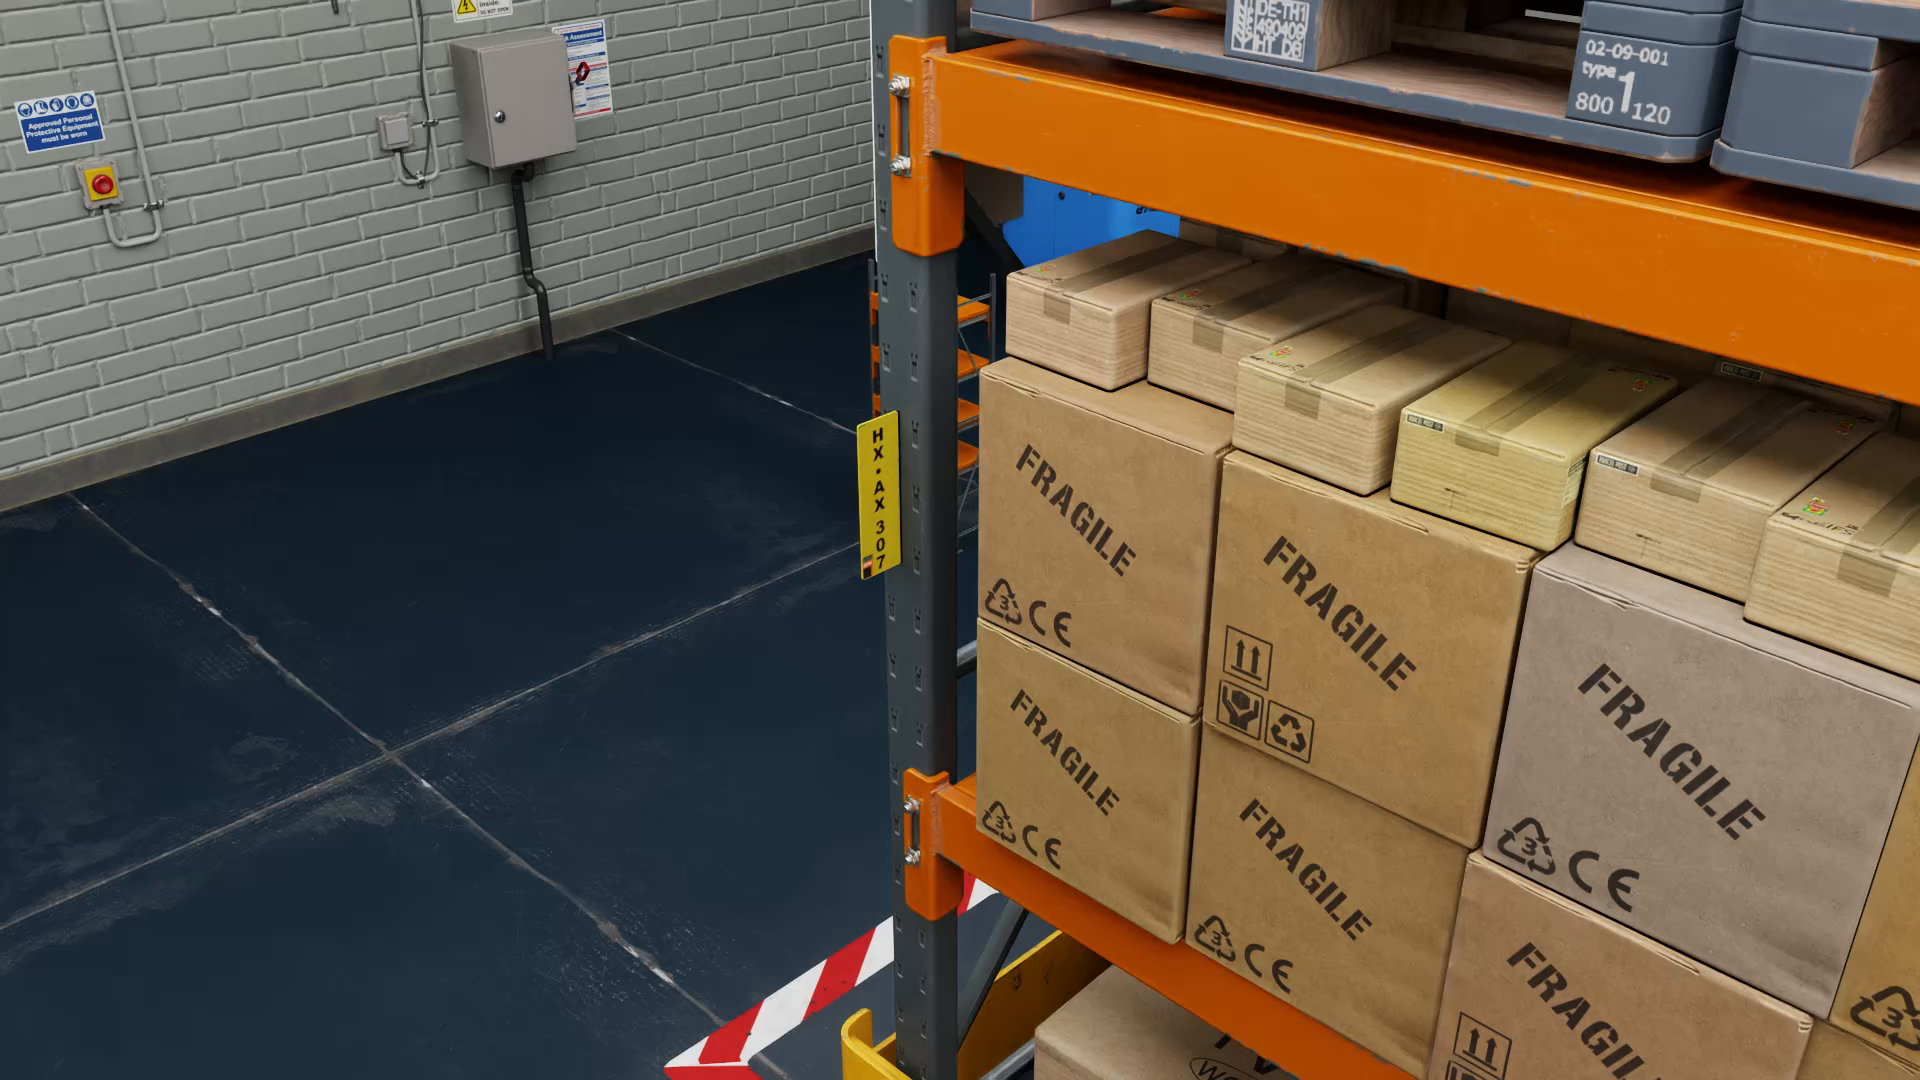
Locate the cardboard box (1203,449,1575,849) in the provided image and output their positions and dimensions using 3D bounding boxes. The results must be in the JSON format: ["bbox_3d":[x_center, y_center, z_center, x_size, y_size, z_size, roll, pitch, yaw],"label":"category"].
[{"bbox_3d":[0.756,0.084,2.686,0.500,0.500,0.500,23,36,37],"label":"cardboard box"}]

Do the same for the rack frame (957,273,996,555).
[{"bbox_3d":[0.056,-0.505,6.922,0.015,1.200,0.240,25,36,38],"label":"rack frame"}]

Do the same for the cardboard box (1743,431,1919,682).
[{"bbox_3d":[1.214,0.015,2.119,0.380,0.149,0.250,-25,37,-39],"label":"cardboard box"}]

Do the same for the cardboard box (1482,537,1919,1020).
[{"bbox_3d":[1.128,0.249,2.371,0.500,0.500,0.500,24,36,38],"label":"cardboard box"}]

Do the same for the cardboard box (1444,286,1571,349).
[{"bbox_3d":[1.077,-0.439,2.983,0.250,0.149,0.380,24,36,38],"label":"cardboard box"}]

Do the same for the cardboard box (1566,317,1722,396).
[{"bbox_3d":[1.228,-0.343,2.801,0.380,0.149,0.250,-24,36,-38],"label":"cardboard box"}]

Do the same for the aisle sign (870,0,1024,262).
[{"bbox_3d":[-0.015,-0.925,2.992,0.004,0.787,0.394,25,36,38],"label":"aisle sign"}]

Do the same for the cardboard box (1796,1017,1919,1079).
[{"bbox_3d":[1.480,0.847,2.310,0.500,0.500,0.500,-24,36,-38],"label":"cardboard box"}]

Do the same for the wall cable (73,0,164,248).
[{"bbox_3d":[-3.797,-2.142,6.976,0.123,1.953,0.585,25,36,38],"label":"wall cable"}]

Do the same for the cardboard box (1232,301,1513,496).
[{"bbox_3d":[0.641,-0.228,2.582,0.380,0.149,0.250,-24,36,-38],"label":"cardboard box"}]

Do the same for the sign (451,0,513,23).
[{"bbox_3d":[-2.407,-2.743,8.356,0.001,0.242,0.339,25,36,38],"label":"sign"}]

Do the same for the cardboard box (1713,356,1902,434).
[{"bbox_3d":[1.365,-0.234,2.594,0.250,0.149,0.380,24,36,38],"label":"cardboard box"}]

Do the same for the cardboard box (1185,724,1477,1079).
[{"bbox_3d":[0.761,0.517,2.937,0.500,0.500,0.500,24,36,38],"label":"cardboard box"}]

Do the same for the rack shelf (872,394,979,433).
[{"bbox_3d":[-0.118,-0.526,7.105,0.480,0.148,0.258,25,36,38],"label":"rack shelf"}]

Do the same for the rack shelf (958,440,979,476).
[{"bbox_3d":[-0.118,-0.350,7.197,0.480,0.148,0.258,25,36,38],"label":"rack shelf"}]

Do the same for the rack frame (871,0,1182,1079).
[{"bbox_3d":[0.240,0.153,3.736,0.127,3.000,1.000,25,36,38],"label":"rack frame"}]

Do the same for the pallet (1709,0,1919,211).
[{"bbox_3d":[1.650,-0.498,1.847,1.213,0.211,1.003,25,36,38],"label":"pallet"}]

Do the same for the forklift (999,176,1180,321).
[{"bbox_3d":[1.708,-2.752,9.335,3.031,2.935,1.130,-19,33,-32],"label":"forklift"}]

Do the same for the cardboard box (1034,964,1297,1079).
[{"bbox_3d":[0.781,1.284,3.888,0.875,0.438,0.875,23,36,37],"label":"cardboard box"}]

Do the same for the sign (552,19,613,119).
[{"bbox_3d":[-2.022,-2.518,8.917,0.001,0.494,0.329,25,36,38],"label":"sign"}]

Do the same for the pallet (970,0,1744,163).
[{"bbox_3d":[0.776,-0.897,2.604,1.213,0.211,1.003,25,36,38],"label":"pallet"}]

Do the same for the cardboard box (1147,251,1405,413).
[{"bbox_3d":[0.536,-0.351,2.816,0.380,0.149,0.250,-24,36,-38],"label":"cardboard box"}]

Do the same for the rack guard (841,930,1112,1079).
[{"bbox_3d":[0.223,1.252,4.332,0.348,0.500,1.175,25,36,38],"label":"rack guard"}]

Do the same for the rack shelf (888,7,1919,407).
[{"bbox_3d":[1.666,-0.203,1.964,4.000,0.370,1.077,25,36,38],"label":"rack shelf"}]

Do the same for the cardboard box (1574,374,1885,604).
[{"bbox_3d":[1.065,-0.080,2.301,0.380,0.149,0.250,-25,37,-39],"label":"cardboard box"}]

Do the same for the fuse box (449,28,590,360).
[{"bbox_3d":[-2.221,-1.758,8.755,0.414,1.711,0.539,25,36,38],"label":"fuse box"}]

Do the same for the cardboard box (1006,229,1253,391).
[{"bbox_3d":[0.299,-0.413,2.934,0.380,0.149,0.250,-24,36,-38],"label":"cardboard box"}]

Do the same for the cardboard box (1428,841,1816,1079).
[{"bbox_3d":[1.111,0.689,2.610,0.500,0.500,0.500,24,36,38],"label":"cardboard box"}]

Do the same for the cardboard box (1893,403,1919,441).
[{"bbox_3d":[1.584,-0.172,2.475,0.380,0.149,0.250,-24,36,-38],"label":"cardboard box"}]

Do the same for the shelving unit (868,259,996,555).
[{"bbox_3d":[-0.118,-0.585,7.073,0.503,1.200,0.258,25,36,38],"label":"shelving unit"}]

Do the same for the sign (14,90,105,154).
[{"bbox_3d":[-3.875,-1.802,7.164,0.001,0.218,0.327,25,36,38],"label":"sign"}]

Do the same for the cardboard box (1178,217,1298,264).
[{"bbox_3d":[0.636,-0.570,3.232,0.380,0.149,0.250,-25,36,-39],"label":"cardboard box"}]

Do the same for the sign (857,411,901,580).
[{"bbox_3d":[-0.154,-0.083,3.169,0.005,0.325,0.100,25,36,38],"label":"sign"}]

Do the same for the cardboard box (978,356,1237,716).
[{"bbox_3d":[0.382,-0.082,3.002,0.500,0.500,0.500,24,36,37],"label":"cardboard box"}]

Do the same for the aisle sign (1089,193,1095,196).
[{"bbox_3d":[0.406,-1.124,3.371,0.004,0.787,0.394,25,36,38],"label":"aisle sign"}]

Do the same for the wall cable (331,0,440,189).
[{"bbox_3d":[-2.811,-2.603,7.886,0.122,1.984,0.588,25,36,38],"label":"wall cable"}]

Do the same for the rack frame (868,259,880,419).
[{"bbox_3d":[-0.292,-0.665,7.225,0.015,1.200,0.240,25,36,38],"label":"rack frame"}]

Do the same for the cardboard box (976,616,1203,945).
[{"bbox_3d":[0.381,0.361,3.233,0.500,0.500,0.500,24,36,38],"label":"cardboard box"}]

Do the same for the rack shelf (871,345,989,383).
[{"bbox_3d":[-0.118,-0.724,7.001,0.480,0.148,0.258,25,36,38],"label":"rack shelf"}]

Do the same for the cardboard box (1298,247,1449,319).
[{"bbox_3d":[0.834,-0.495,3.090,0.380,0.149,0.250,-25,36,-38],"label":"cardboard box"}]

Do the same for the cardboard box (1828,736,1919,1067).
[{"bbox_3d":[1.485,0.412,2.062,0.500,0.500,0.500,25,37,39],"label":"cardboard box"}]

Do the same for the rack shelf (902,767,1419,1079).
[{"bbox_3d":[1.666,1.124,2.662,4.000,0.370,1.077,25,36,38],"label":"rack shelf"}]

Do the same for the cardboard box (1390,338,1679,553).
[{"bbox_3d":[0.841,-0.148,2.430,0.250,0.149,0.380,23,36,37],"label":"cardboard box"}]

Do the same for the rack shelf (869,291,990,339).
[{"bbox_3d":[-0.118,-0.933,6.891,0.480,0.148,0.258,25,36,38],"label":"rack shelf"}]
